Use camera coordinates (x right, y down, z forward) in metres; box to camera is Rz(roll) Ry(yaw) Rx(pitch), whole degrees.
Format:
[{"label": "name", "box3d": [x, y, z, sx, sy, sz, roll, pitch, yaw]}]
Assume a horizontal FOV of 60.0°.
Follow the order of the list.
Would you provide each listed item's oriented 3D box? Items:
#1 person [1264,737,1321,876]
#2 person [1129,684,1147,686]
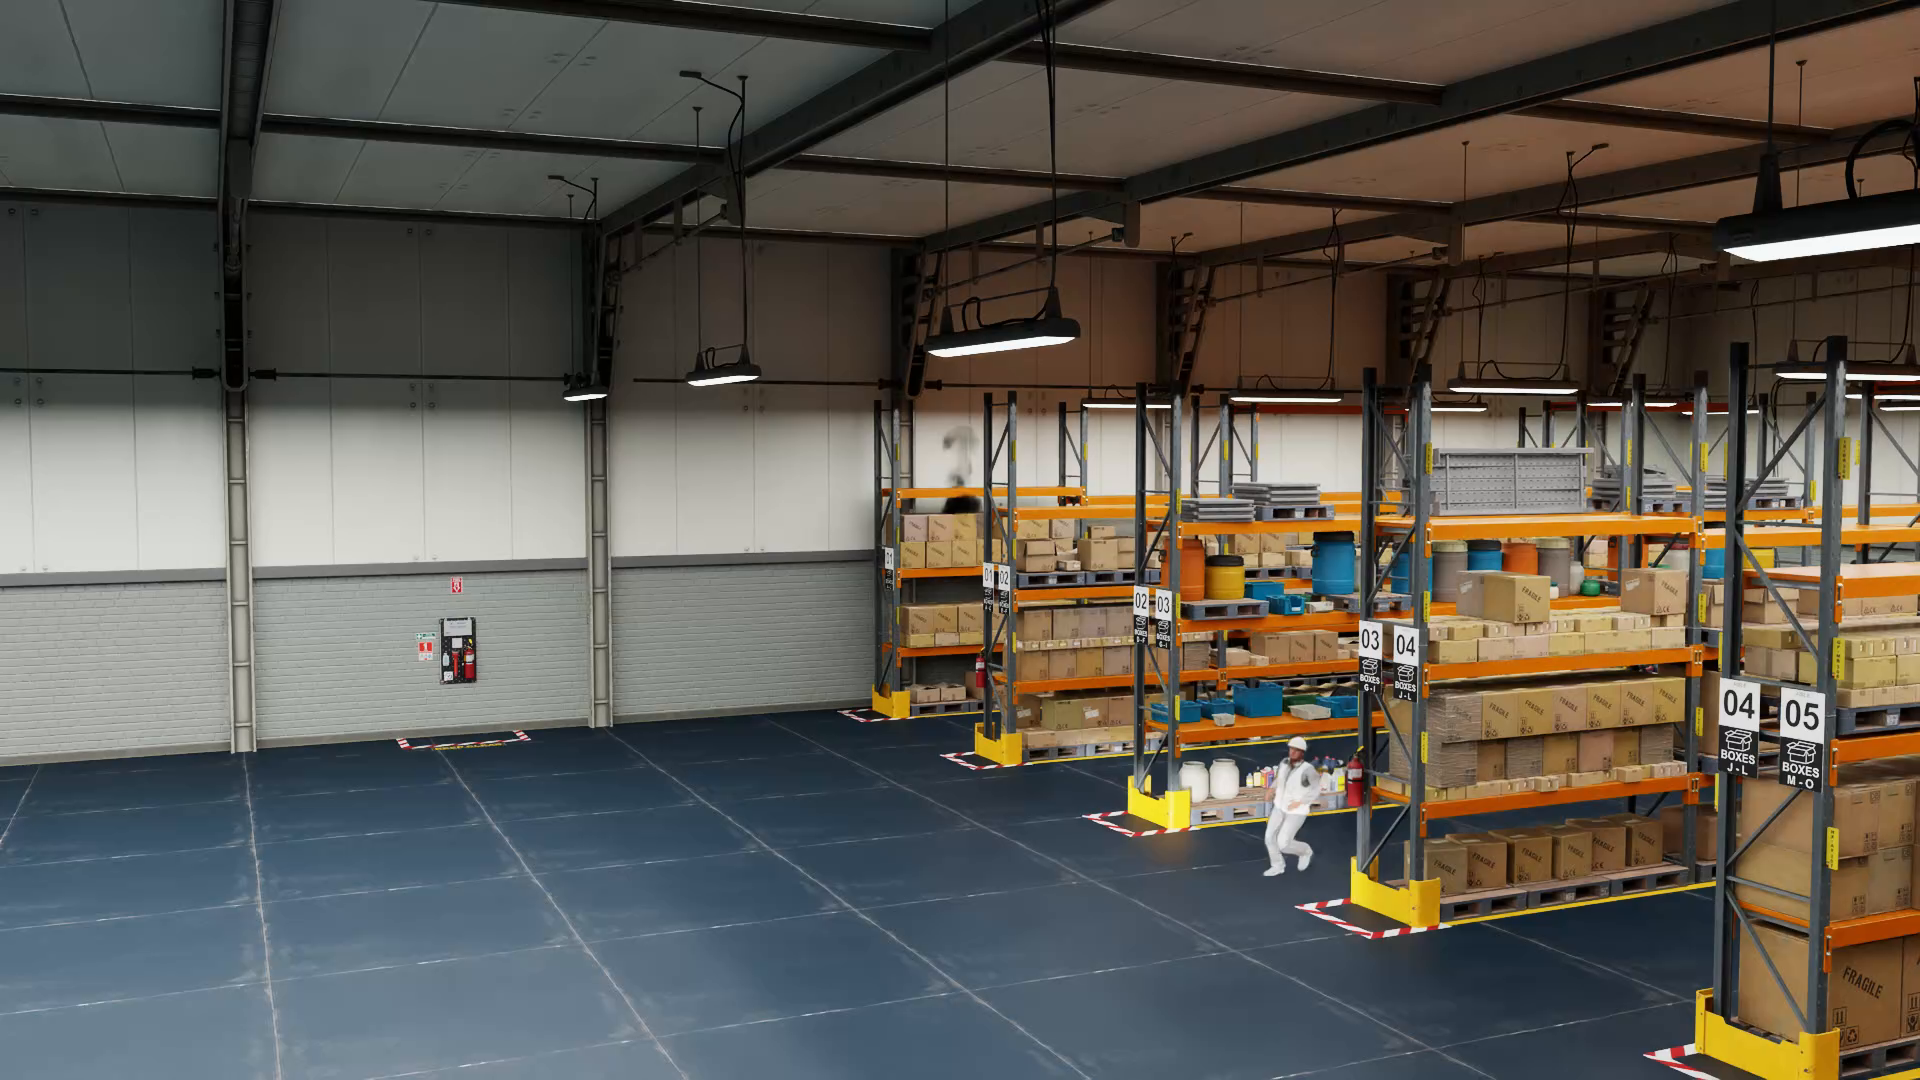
[{"label": "person", "box3d": [3.965, 3.175, 19.770, 0.566, 1.700, 0.666, -2, 4, -33]}, {"label": "person", "box3d": [3.315, 2.547, 30.363, 0.817, 1.765, 0.709, -2, 4, -33]}]
